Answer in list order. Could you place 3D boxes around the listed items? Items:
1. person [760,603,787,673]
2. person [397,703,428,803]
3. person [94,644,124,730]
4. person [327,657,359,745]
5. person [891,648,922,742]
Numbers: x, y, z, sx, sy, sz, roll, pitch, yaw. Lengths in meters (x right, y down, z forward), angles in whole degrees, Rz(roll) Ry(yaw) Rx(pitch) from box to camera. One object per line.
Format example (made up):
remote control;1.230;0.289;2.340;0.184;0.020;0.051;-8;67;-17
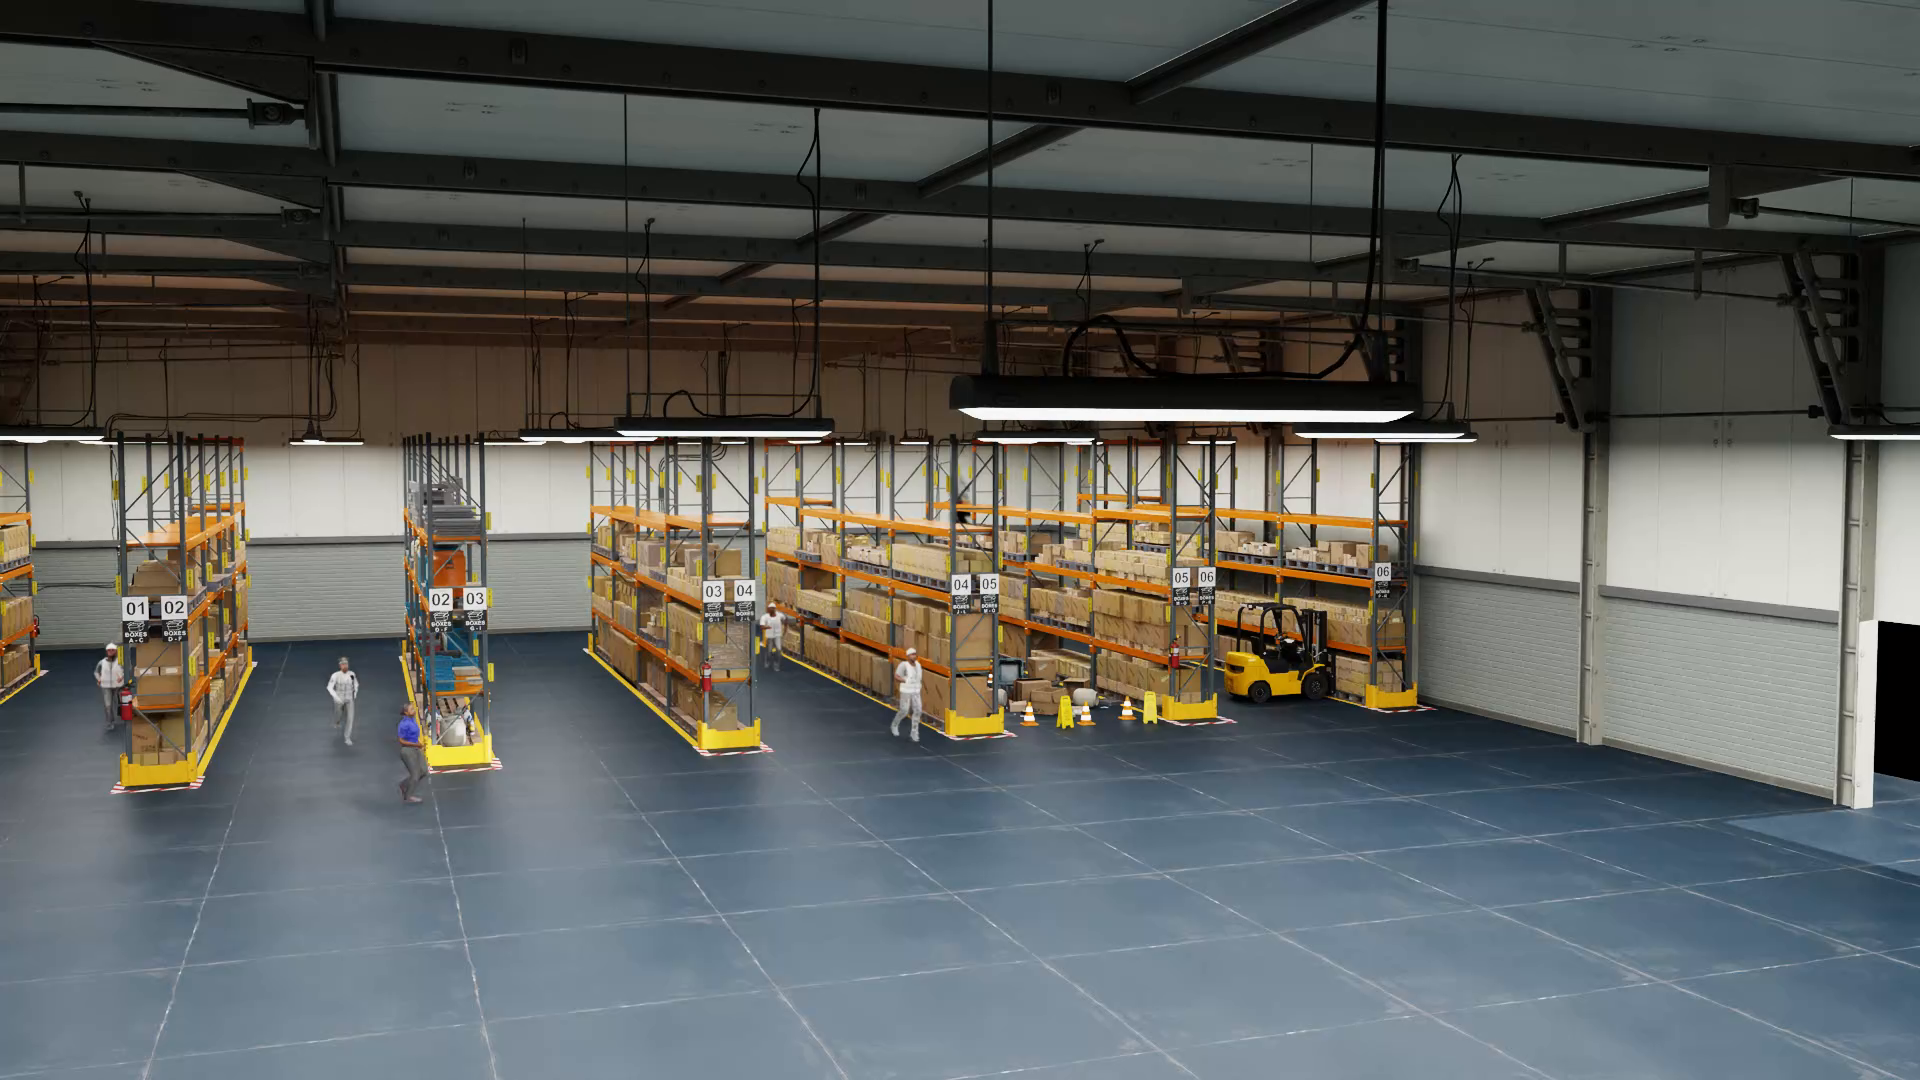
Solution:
person;-4.758;2.491;42.484;0.710;1.800;0.894;-1;3;-12
person;-8.833;3.471;26.825;0.545;1.519;0.571;0;3;4
person;-17.287;2.980;33.889;0.664;1.729;0.725;-1;3;-23
person;-12.008;3.118;32.407;0.602;1.686;0.946;-2;4;-27
person;-1.008;3.028;32.697;0.706;1.827;0.820;-3;4;-40
